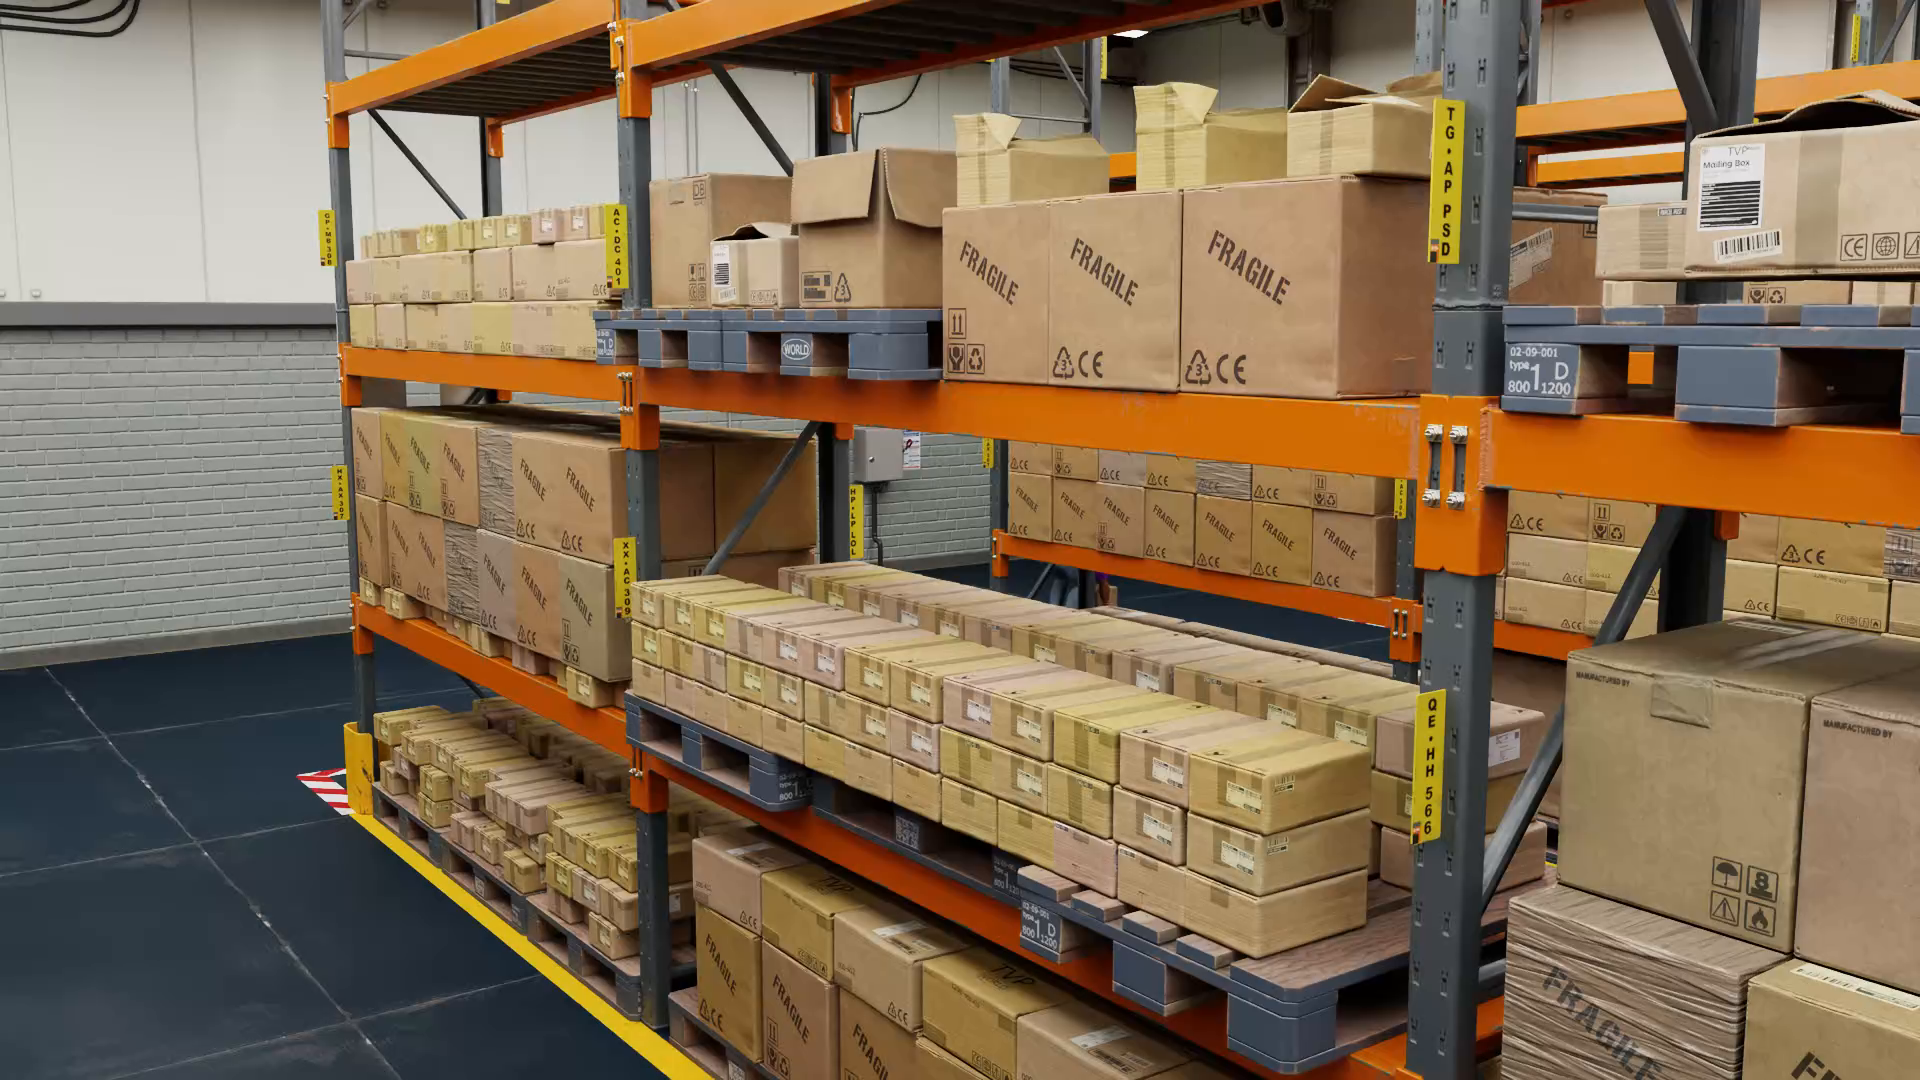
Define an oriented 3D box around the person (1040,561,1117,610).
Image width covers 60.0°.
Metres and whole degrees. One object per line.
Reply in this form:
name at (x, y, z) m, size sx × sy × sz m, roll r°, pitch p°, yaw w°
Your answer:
person at (1.135, 0.336, 15.999) m, size 0.976 × 1.019 × 0.497 m, roll -6°, pitch 10°, yaw -39°
